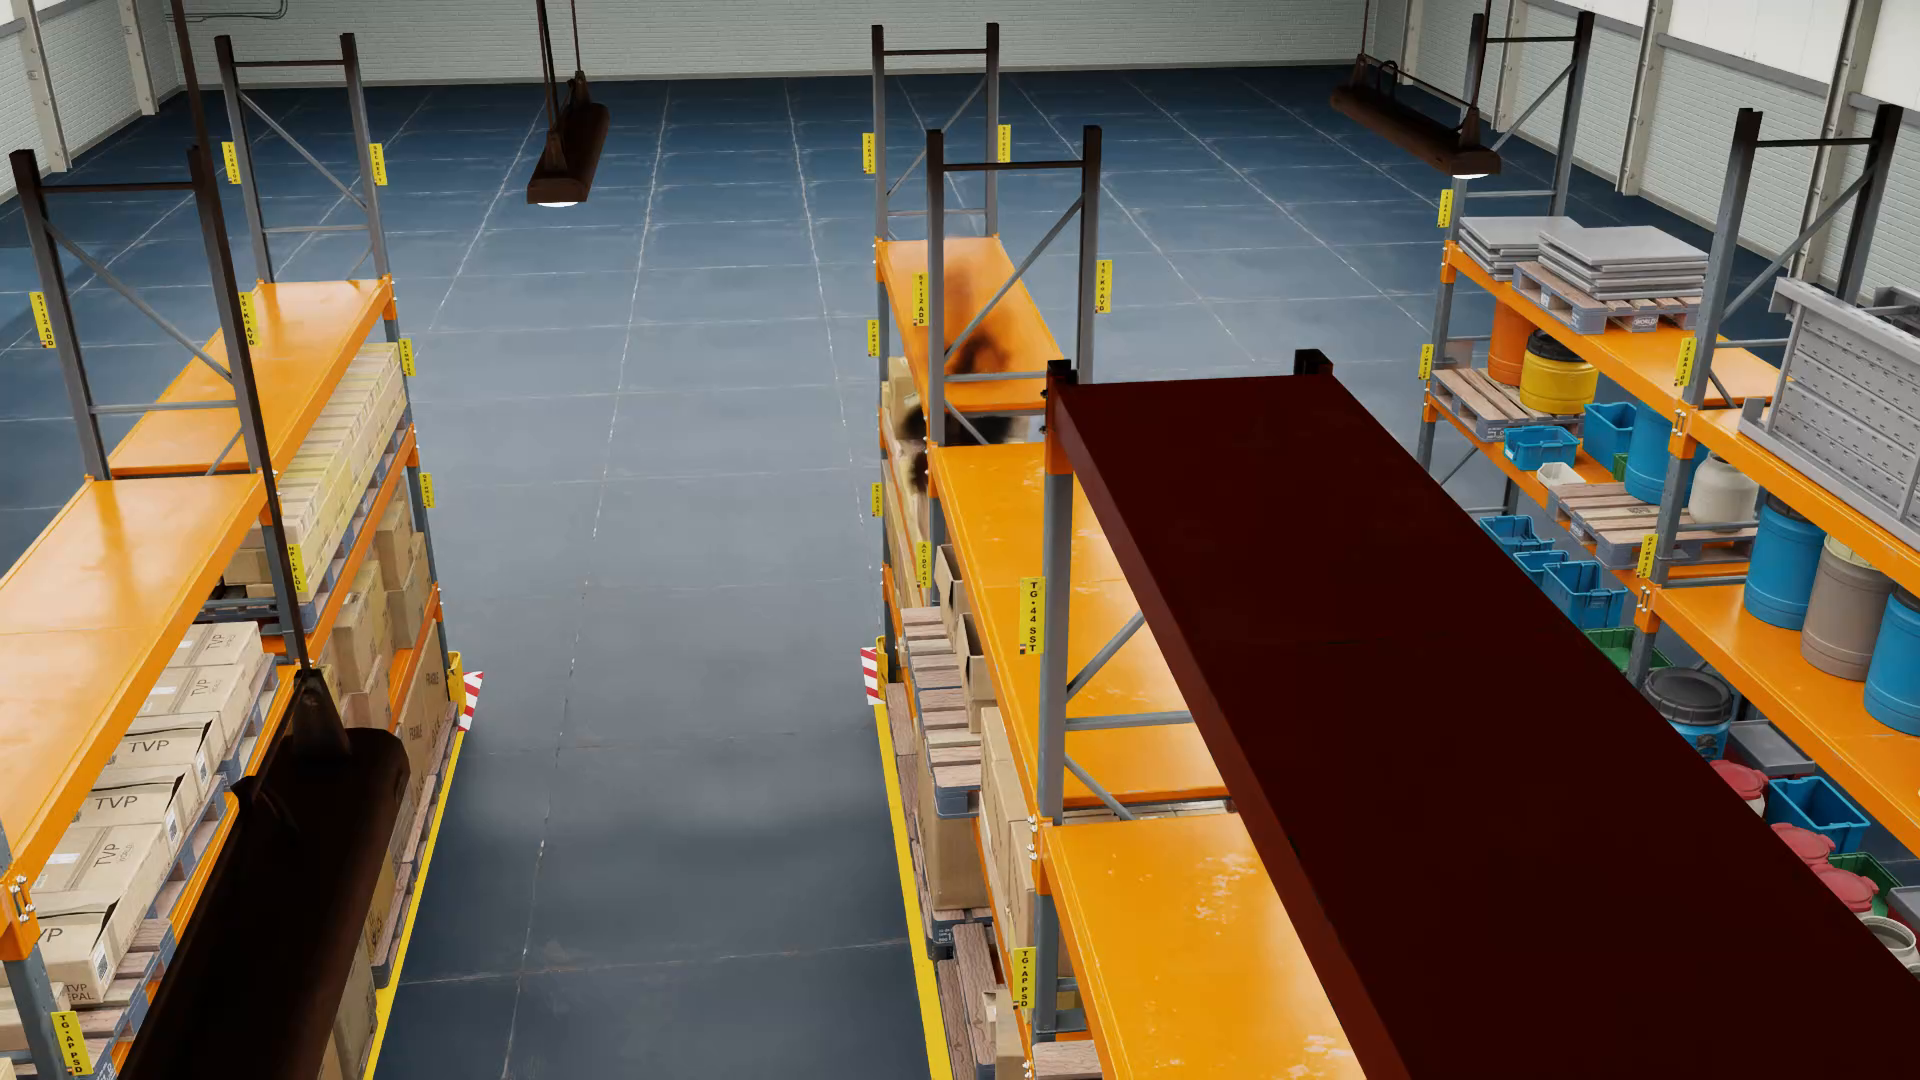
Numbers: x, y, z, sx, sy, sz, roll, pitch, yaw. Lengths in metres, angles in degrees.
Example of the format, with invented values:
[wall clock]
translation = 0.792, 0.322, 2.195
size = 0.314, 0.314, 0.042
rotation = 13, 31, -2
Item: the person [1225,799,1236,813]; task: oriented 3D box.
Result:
[person]
translation = 1.718, 2.131, 12.164
size = 0.574, 1.639, 0.585
rotation = -3, 26, -6
